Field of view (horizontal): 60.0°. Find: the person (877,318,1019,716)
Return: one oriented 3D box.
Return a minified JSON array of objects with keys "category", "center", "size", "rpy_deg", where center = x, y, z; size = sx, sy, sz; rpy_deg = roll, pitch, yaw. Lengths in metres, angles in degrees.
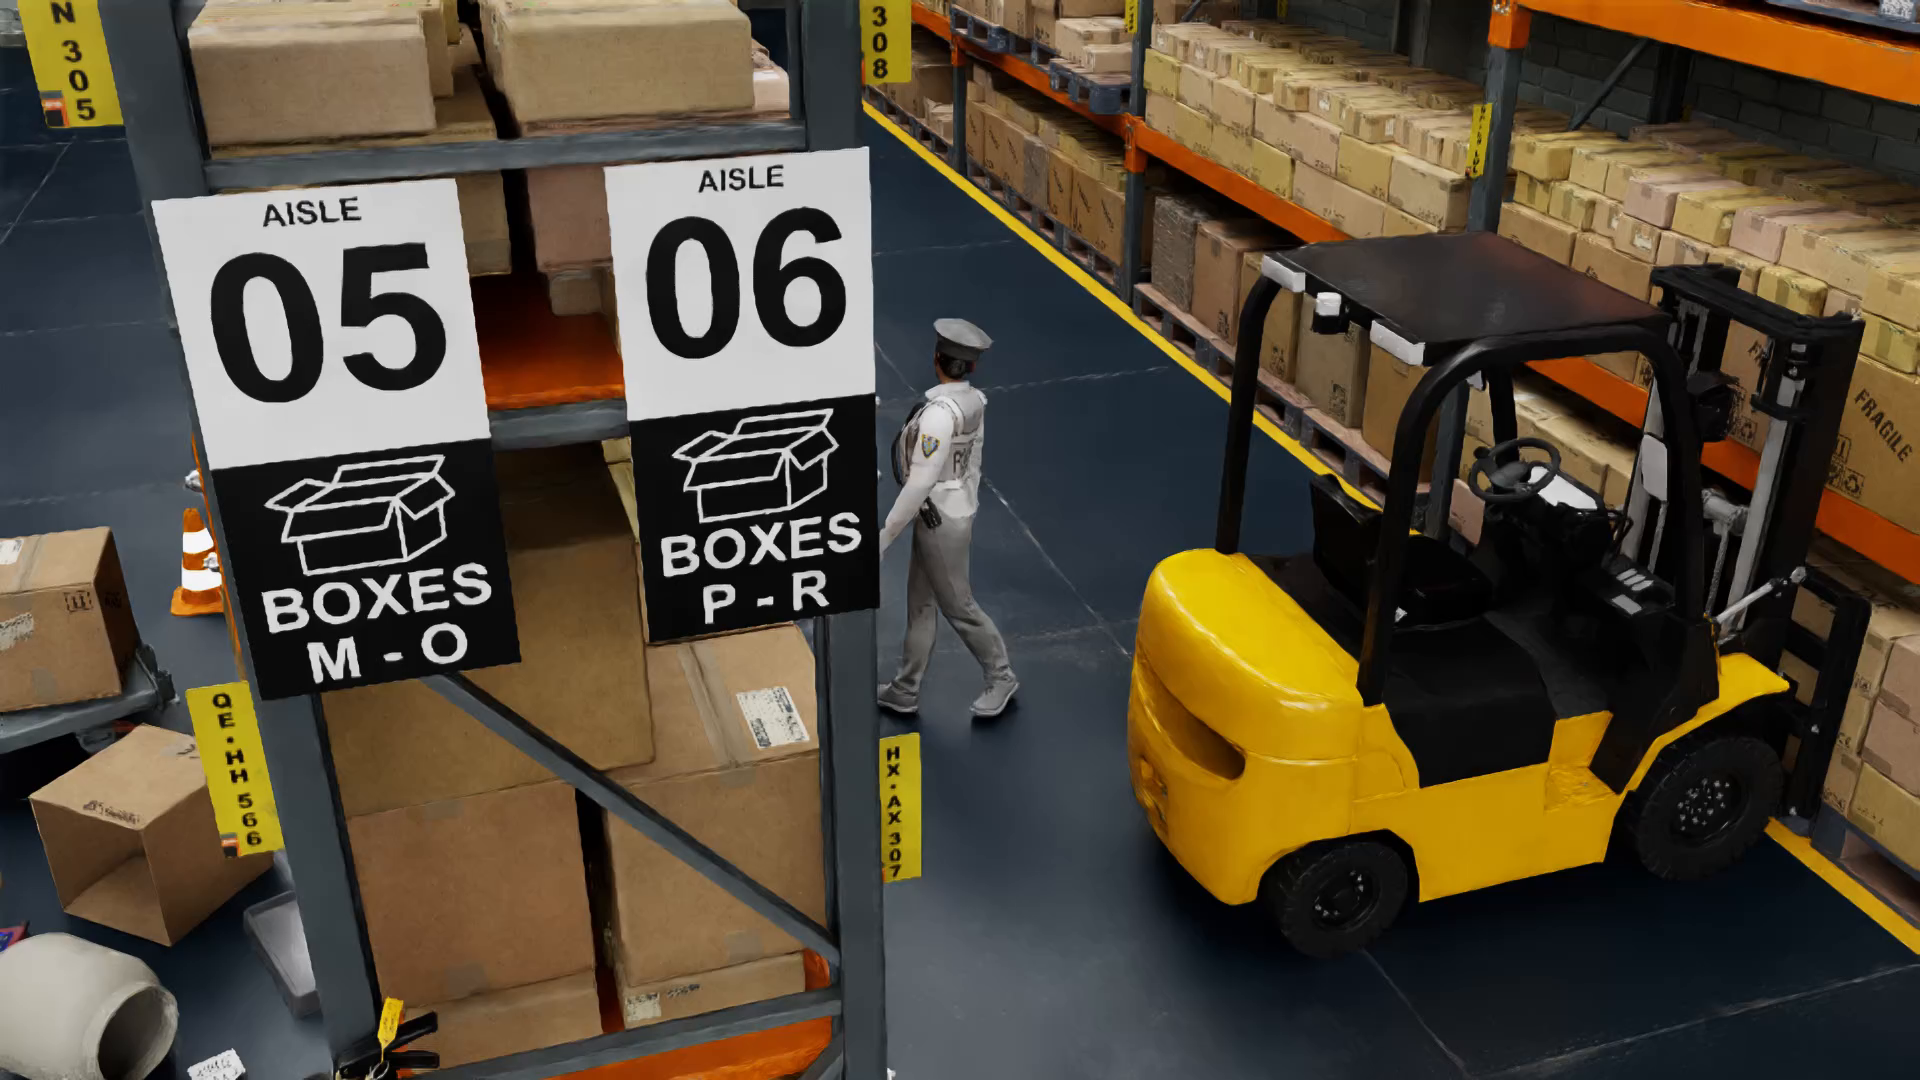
[{"category":"person","center":[-0.090,-0.074,6.782],"size":[0.653,1.639,0.516],"rpy_deg":[2,27,5]}]
